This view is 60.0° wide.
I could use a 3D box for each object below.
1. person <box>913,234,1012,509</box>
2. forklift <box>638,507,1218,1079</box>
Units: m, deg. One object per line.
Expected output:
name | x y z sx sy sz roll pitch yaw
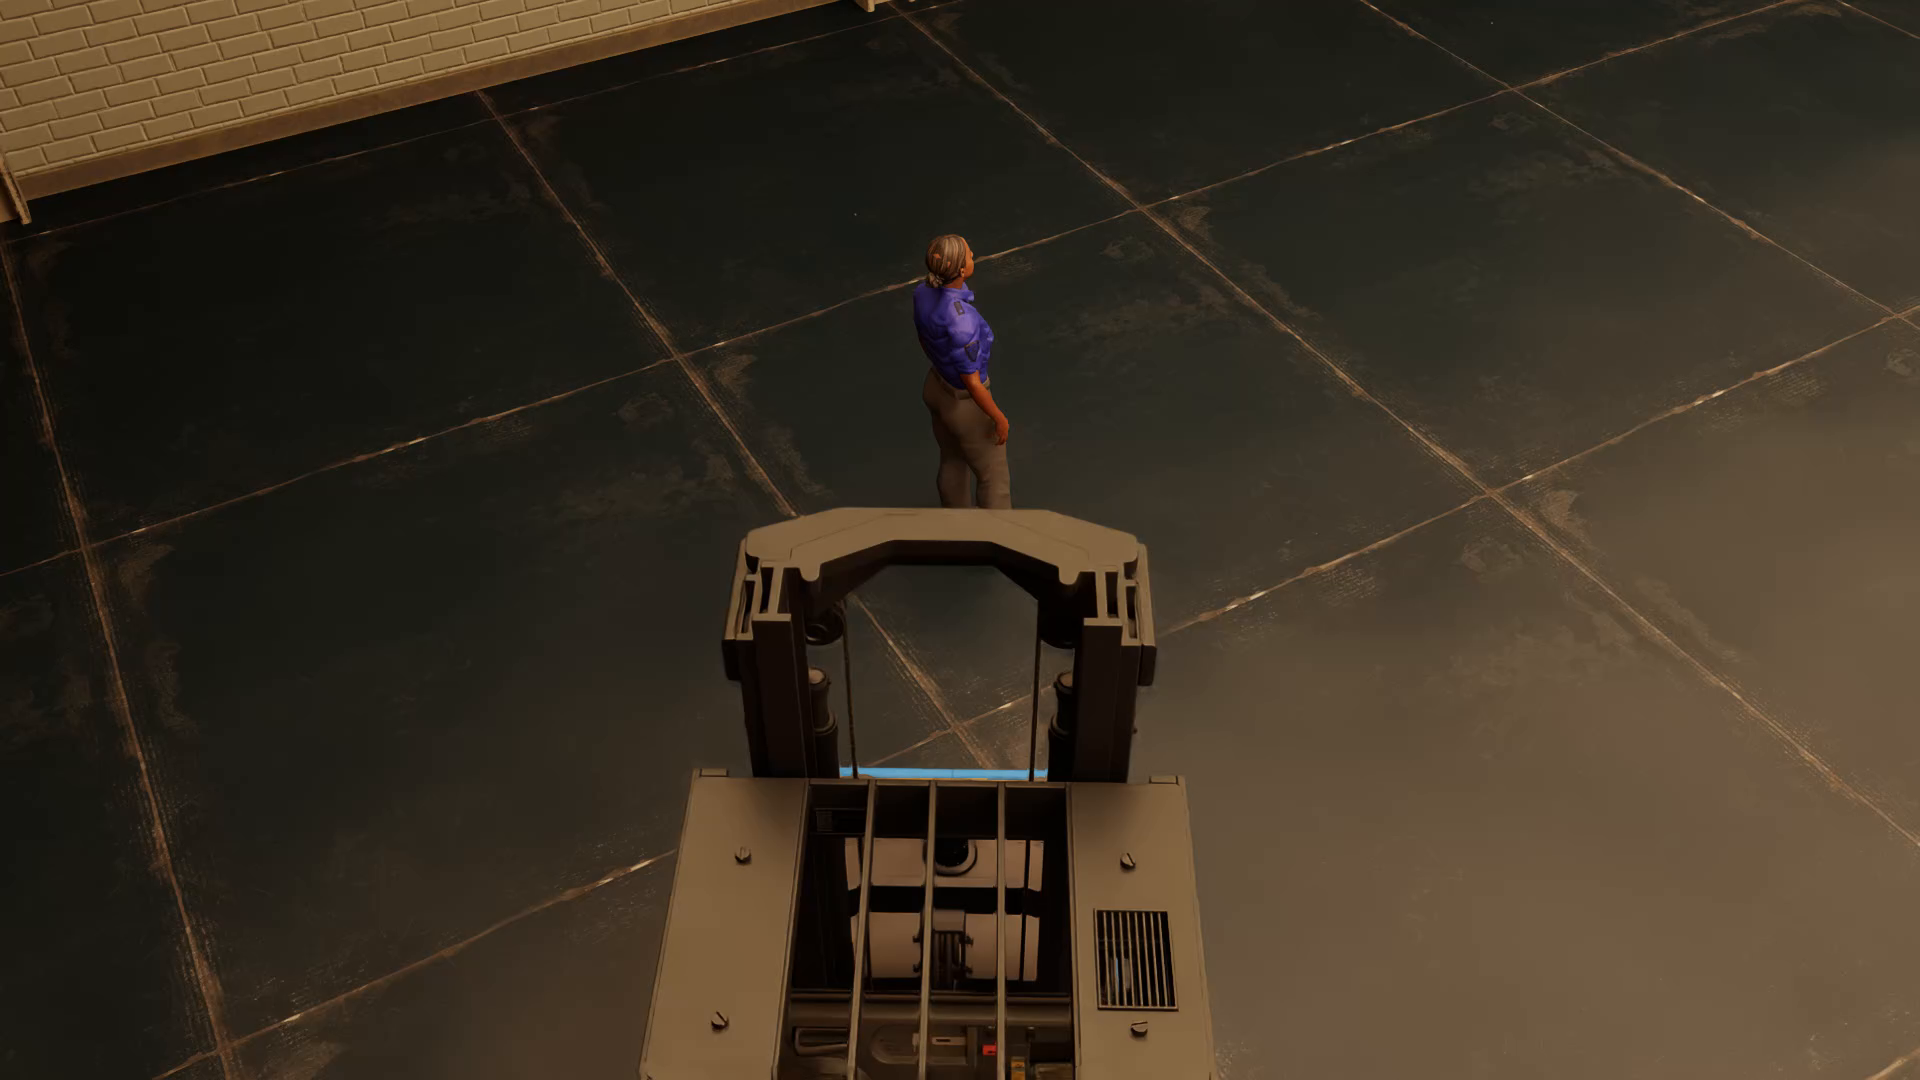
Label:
person | 0.086 -0.629 7.305 0.504 1.654 0.569 -21 47 -21
forklift | -0.053 1.468 4.114 1.130 2.935 3.031 1 43 1
